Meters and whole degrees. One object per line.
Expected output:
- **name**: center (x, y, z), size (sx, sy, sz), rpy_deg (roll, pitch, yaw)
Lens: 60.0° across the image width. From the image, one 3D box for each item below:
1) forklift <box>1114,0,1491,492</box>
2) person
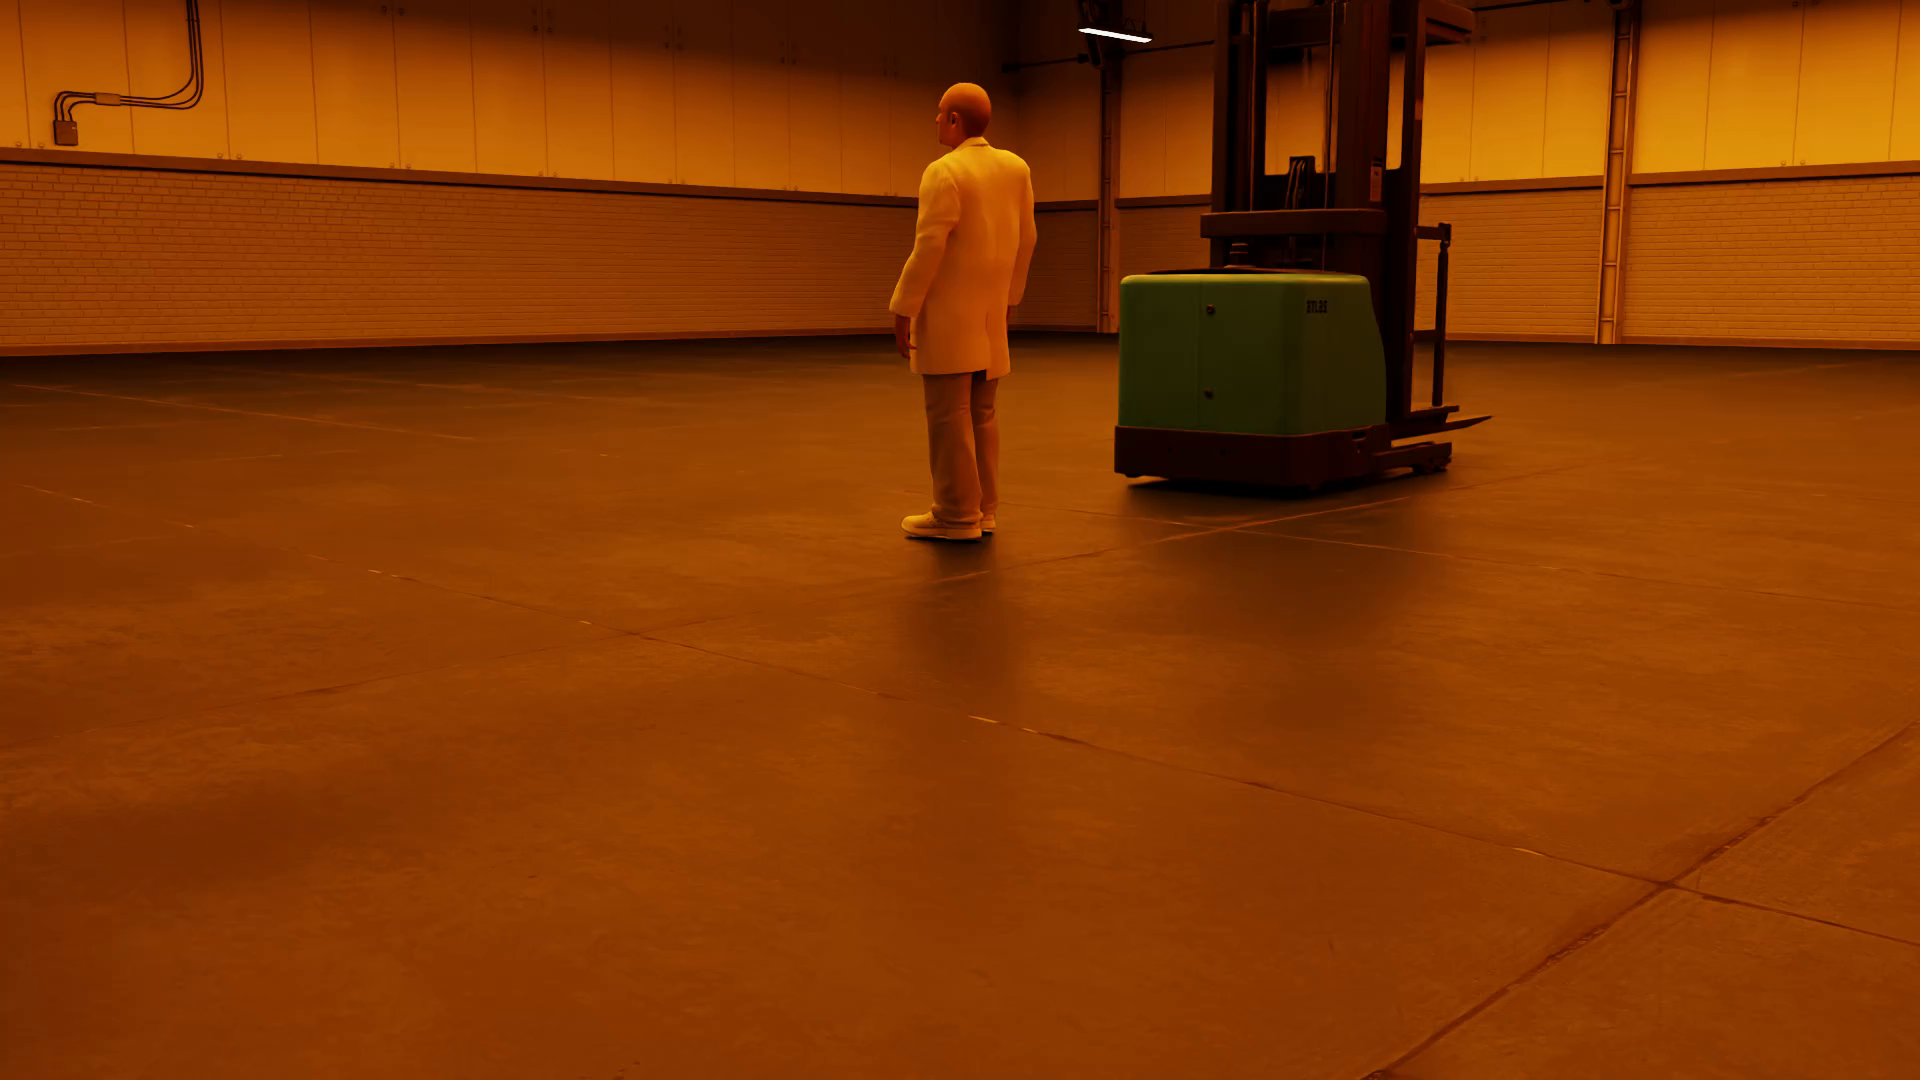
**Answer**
- **forklift**: center (2.101, -1.853, 9.177), size (1.130, 2.935, 3.031), rpy_deg (7, 11, 38)
- **person**: center (-0.061, -0.890, 6.650), size (0.581, 1.763, 0.696), rpy_deg (8, 12, 43)
